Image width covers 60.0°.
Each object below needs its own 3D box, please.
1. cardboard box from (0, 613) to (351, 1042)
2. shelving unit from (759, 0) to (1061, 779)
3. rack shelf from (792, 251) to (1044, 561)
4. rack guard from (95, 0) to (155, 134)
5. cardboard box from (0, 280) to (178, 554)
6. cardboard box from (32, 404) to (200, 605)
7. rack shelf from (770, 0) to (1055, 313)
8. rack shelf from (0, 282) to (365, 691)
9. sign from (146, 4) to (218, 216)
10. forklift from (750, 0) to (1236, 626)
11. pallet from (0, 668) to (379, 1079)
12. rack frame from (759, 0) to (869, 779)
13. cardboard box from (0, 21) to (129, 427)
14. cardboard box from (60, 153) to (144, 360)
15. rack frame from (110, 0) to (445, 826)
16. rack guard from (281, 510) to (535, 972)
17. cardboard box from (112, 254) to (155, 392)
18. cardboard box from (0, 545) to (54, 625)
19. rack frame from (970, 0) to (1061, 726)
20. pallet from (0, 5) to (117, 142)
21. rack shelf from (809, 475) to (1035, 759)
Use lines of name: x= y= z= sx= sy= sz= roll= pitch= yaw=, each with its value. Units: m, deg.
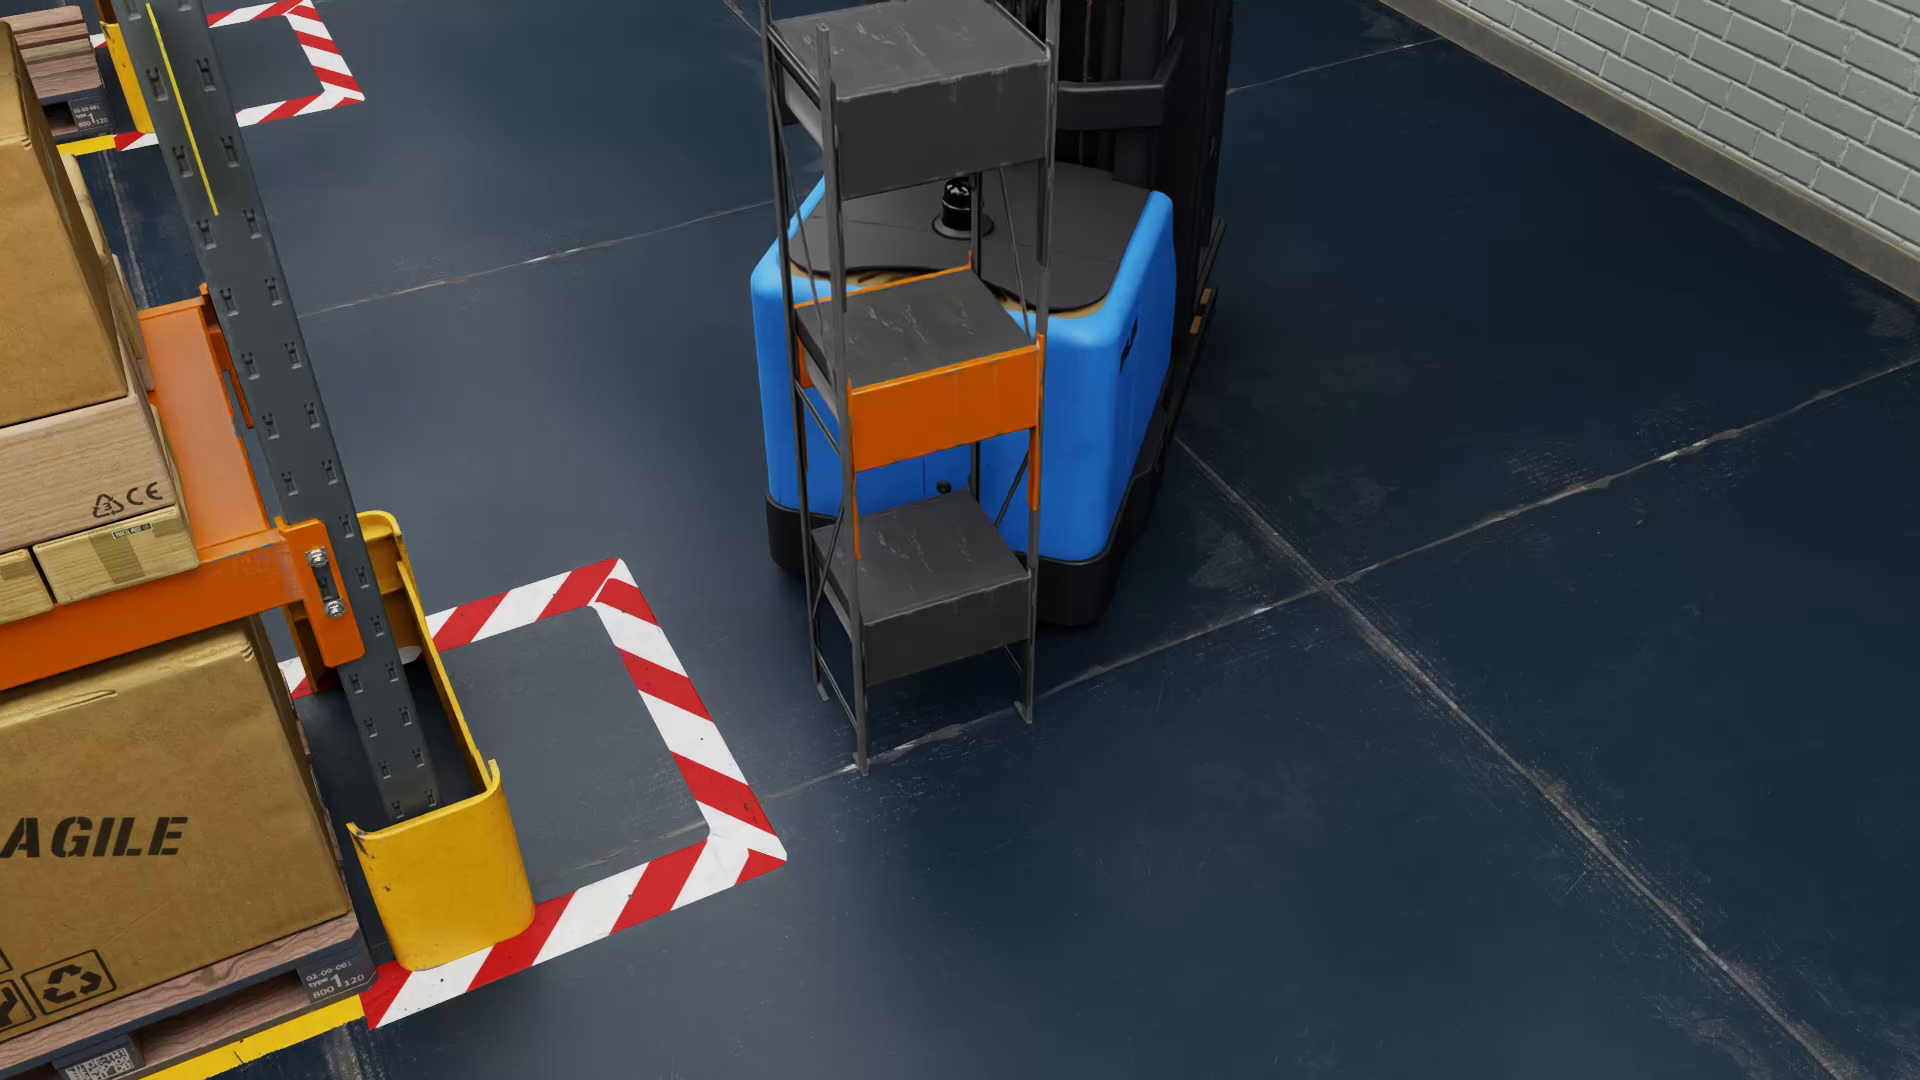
cardboard box: x=-2.010 y=0.422 z=3.750 sx=0.875 sy=0.875 sz=0.875 roll=-19 pitch=44 yaw=-21
shelving unit: x=-0.110 y=-0.340 z=4.027 sx=0.503 sy=2.100 sz=0.431 roll=-16 pitch=43 yaw=-18
rack shelf: x=-0.110 y=-0.330 z=4.036 sx=0.480 sy=0.518 sz=0.431 roll=-16 pitch=43 yaw=-18
rack guard: x=-3.752 y=-2.365 z=7.656 sx=0.348 sy=0.500 sz=1.175 roll=-19 pitch=44 yaw=-21
cardboard box: x=-1.786 y=-0.225 z=3.081 sx=0.500 sy=0.250 sz=0.500 roll=-19 pitch=44 yaw=-21
cardboard box: x=-1.643 y=-0.075 z=3.211 sx=0.250 sy=0.149 sz=0.380 roll=-18 pitch=43 yaw=-20
rack shelf: x=-0.110 y=-0.864 z=3.584 sx=0.480 sy=0.518 sz=0.431 roll=-16 pitch=43 yaw=-18
rack shelf: x=-3.253 y=0.406 z=3.006 sx=4.000 sy=0.370 sz=1.077 roll=-19 pitch=44 yaw=-21
sign: x=-1.241 y=-0.683 z=2.656 sx=0.005 sy=0.325 sz=0.100 roll=-19 pitch=44 yaw=-21
forklift: x=0.324 y=-1.830 z=5.143 sx=1.130 sy=2.935 sz=3.031 roll=11 pitch=41 yaw=12
pallet: x=-2.152 y=0.882 z=4.045 sx=1.213 sy=0.211 sz=1.003 roll=-19 pitch=44 yaw=-21
rack frame: x=-0.333 y=-0.277 z=3.953 sx=0.015 sy=2.100 sz=0.400 roll=-16 pitch=43 yaw=-18
cardboard box: x=-1.790 y=-0.512 z=2.839 sx=0.500 sy=0.500 sz=0.500 roll=-18 pitch=43 yaw=-20
cardboard box: x=-2.030 y=-0.534 z=3.445 sx=0.500 sy=0.250 sz=0.500 roll=-20 pitch=44 yaw=-22
rack frame: x=-1.479 y=-0.466 z=3.479 sx=0.127 sy=3.000 sz=1.000 roll=-19 pitch=44 yaw=-21
rack guard: x=-1.458 y=0.481 z=4.295 sx=0.348 sy=0.500 sz=1.175 roll=-19 pitch=44 yaw=-21
cardboard box: x=-1.947 y=-0.453 z=3.658 sx=0.250 sy=0.149 sz=0.380 roll=-18 pitch=43 yaw=-20
cardboard box: x=-1.873 y=0.004 z=3.119 sx=0.250 sy=0.149 sz=0.380 roll=-18 pitch=44 yaw=-20
rack frame: x=0.114 y=-0.403 z=4.101 sx=0.015 sy=2.100 sz=0.400 roll=-16 pitch=43 yaw=-18
pallet: x=-4.517 y=-2.016 z=7.468 sx=1.213 sy=0.211 sz=1.003 roll=-19 pitch=44 yaw=-21
rack shelf: x=-0.110 y=0.204 z=4.488 sx=0.480 sy=0.518 sz=0.431 roll=-16 pitch=43 yaw=-18
